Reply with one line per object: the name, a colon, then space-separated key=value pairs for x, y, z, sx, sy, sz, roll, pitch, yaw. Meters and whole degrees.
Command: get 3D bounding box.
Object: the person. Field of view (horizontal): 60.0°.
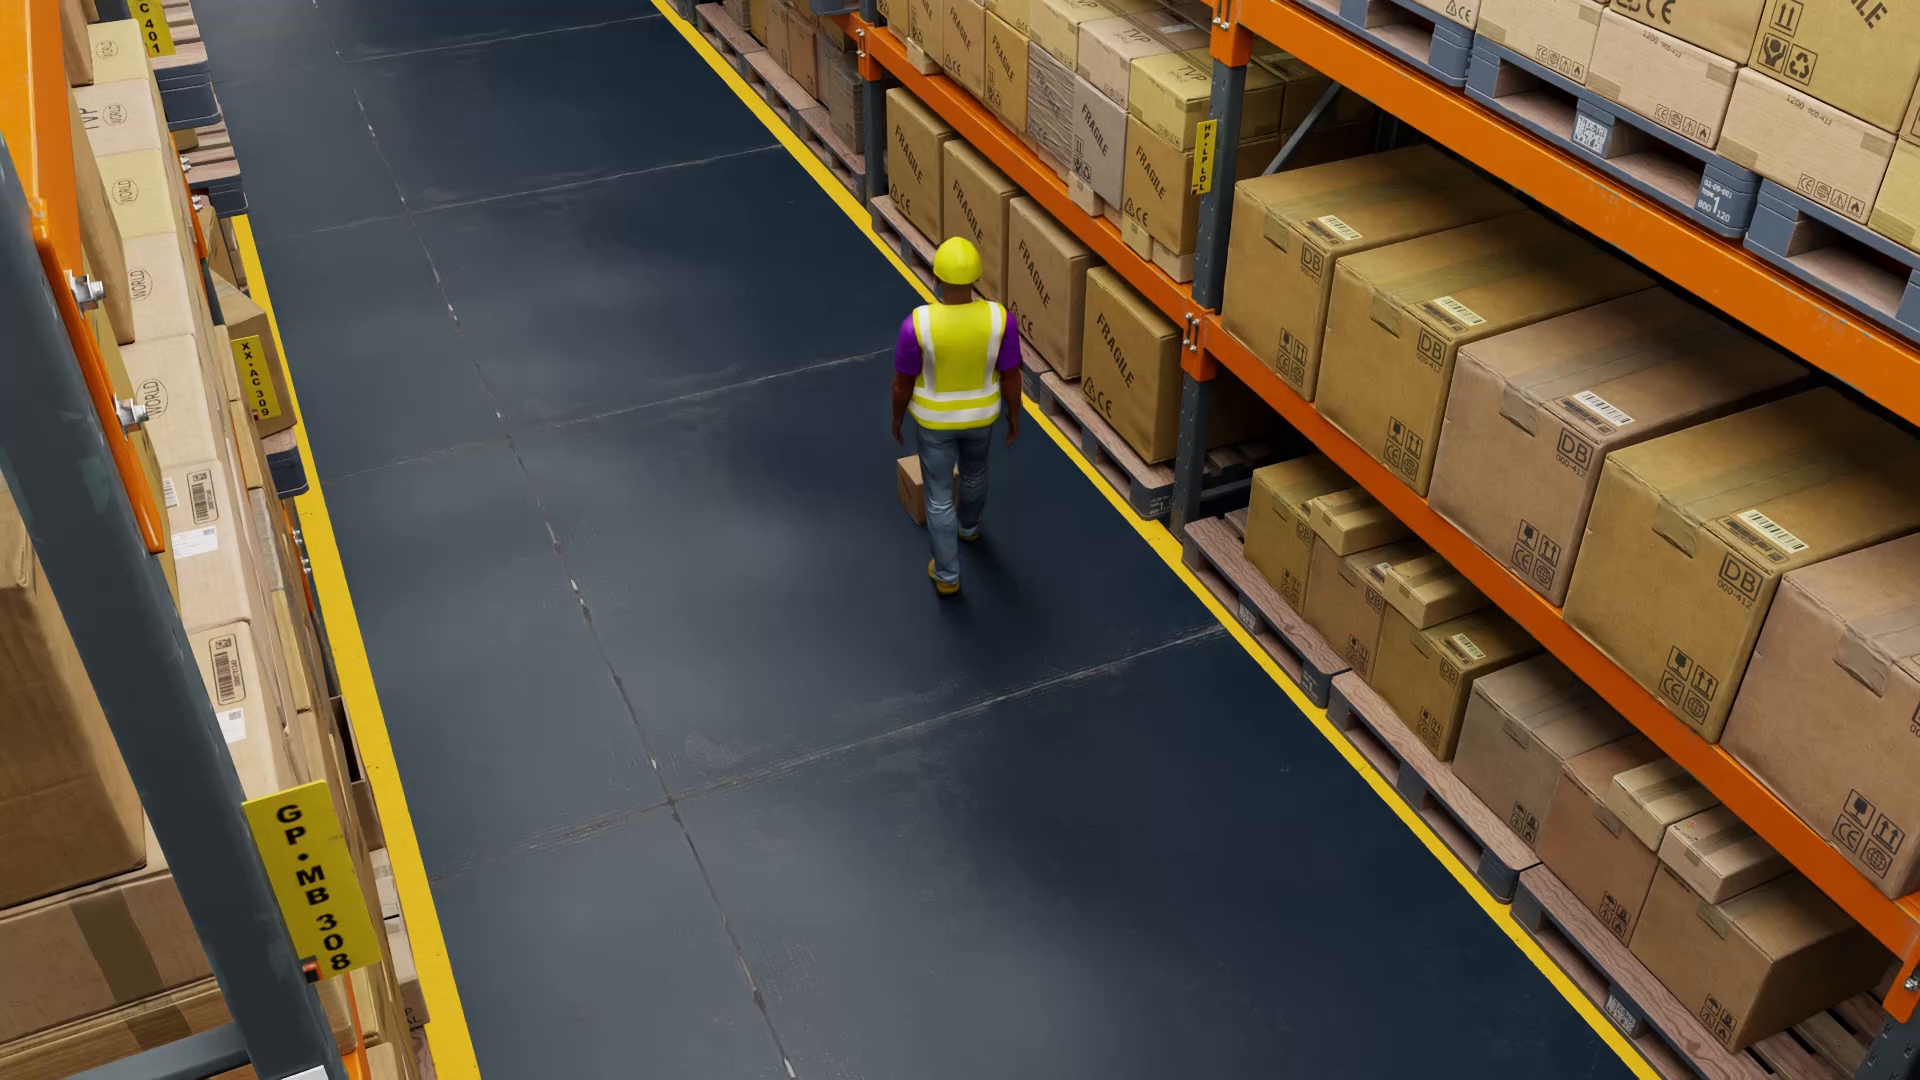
person: x=-0.042 y=-0.635 z=7.672 sx=0.585 sy=1.763 sz=0.732 roll=-7 pitch=38 yaw=-9
